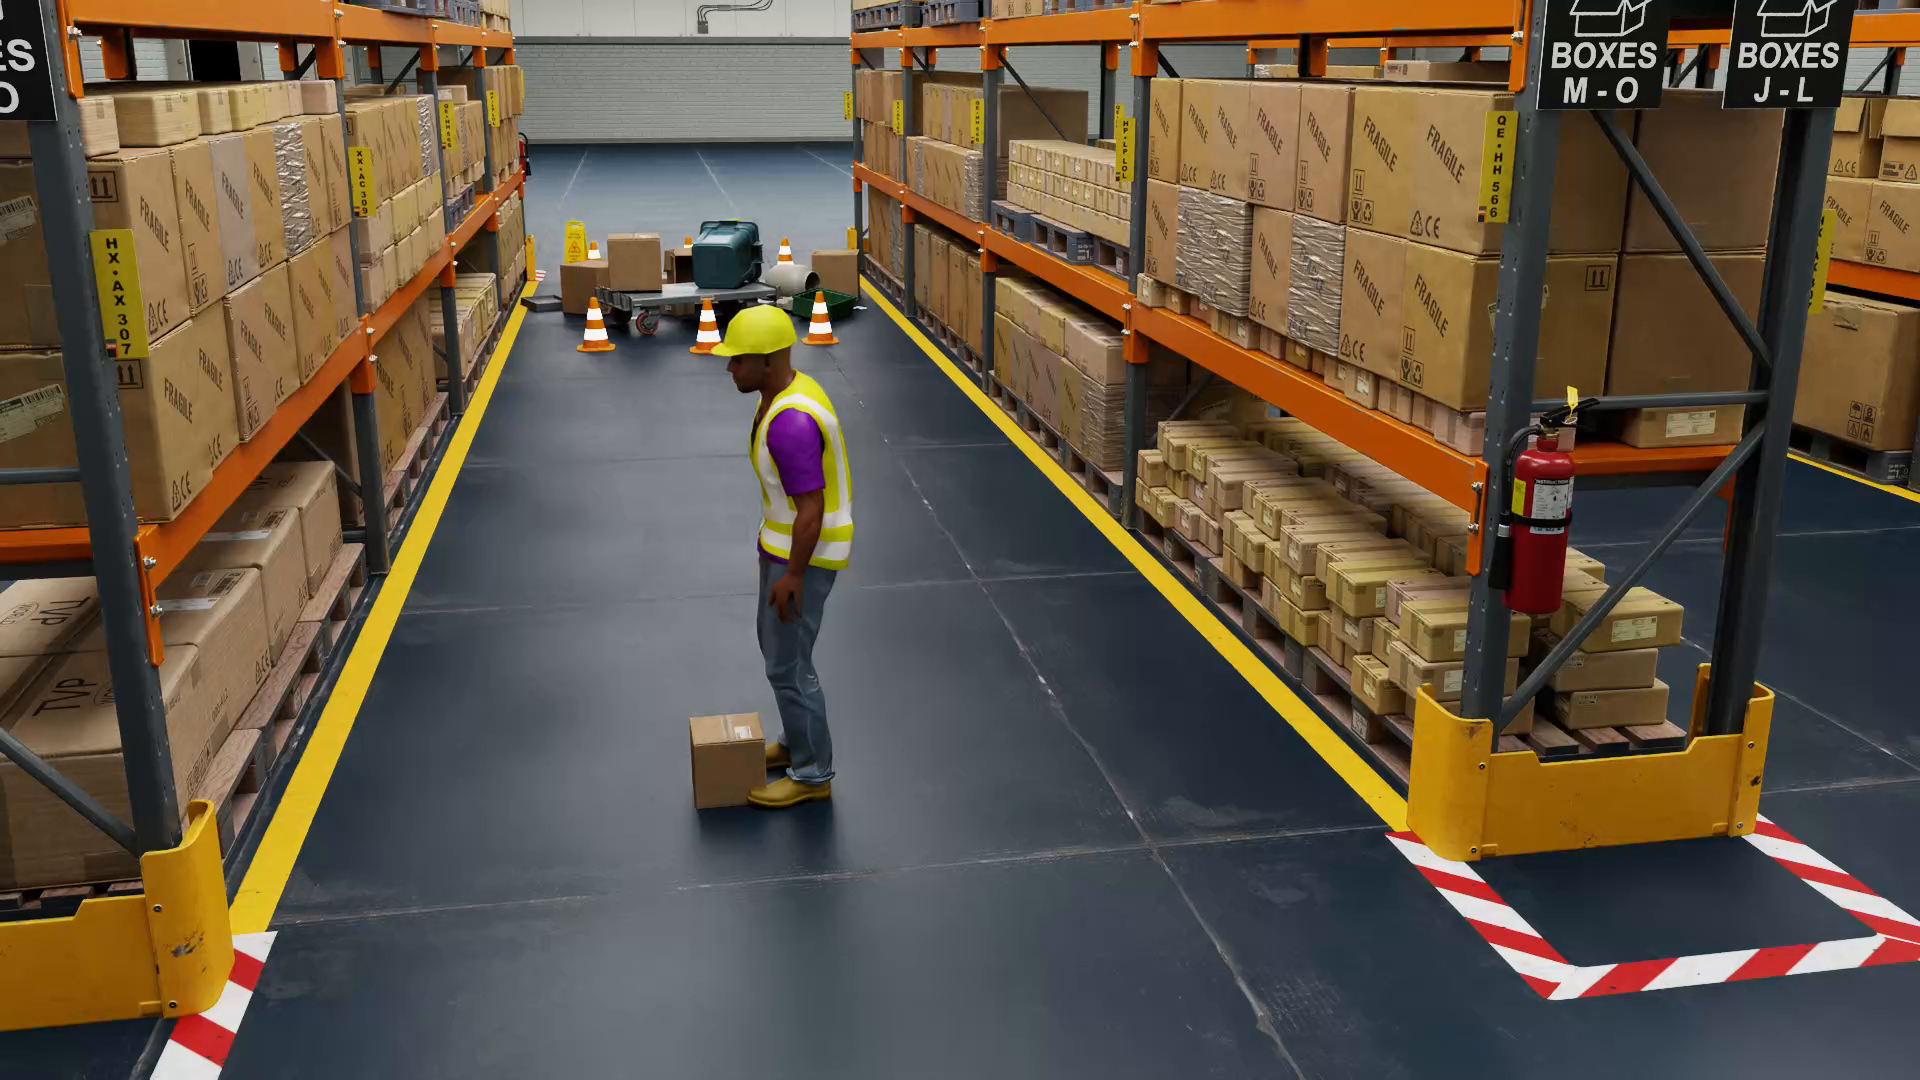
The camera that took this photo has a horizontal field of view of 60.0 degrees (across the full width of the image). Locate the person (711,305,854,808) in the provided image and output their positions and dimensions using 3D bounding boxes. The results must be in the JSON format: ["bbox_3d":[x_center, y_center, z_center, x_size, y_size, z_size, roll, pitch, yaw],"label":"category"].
[{"bbox_3d":[-0.611,0.051,5.829,0.461,1.760,0.625,-3,17,-11],"label":"person"}]
